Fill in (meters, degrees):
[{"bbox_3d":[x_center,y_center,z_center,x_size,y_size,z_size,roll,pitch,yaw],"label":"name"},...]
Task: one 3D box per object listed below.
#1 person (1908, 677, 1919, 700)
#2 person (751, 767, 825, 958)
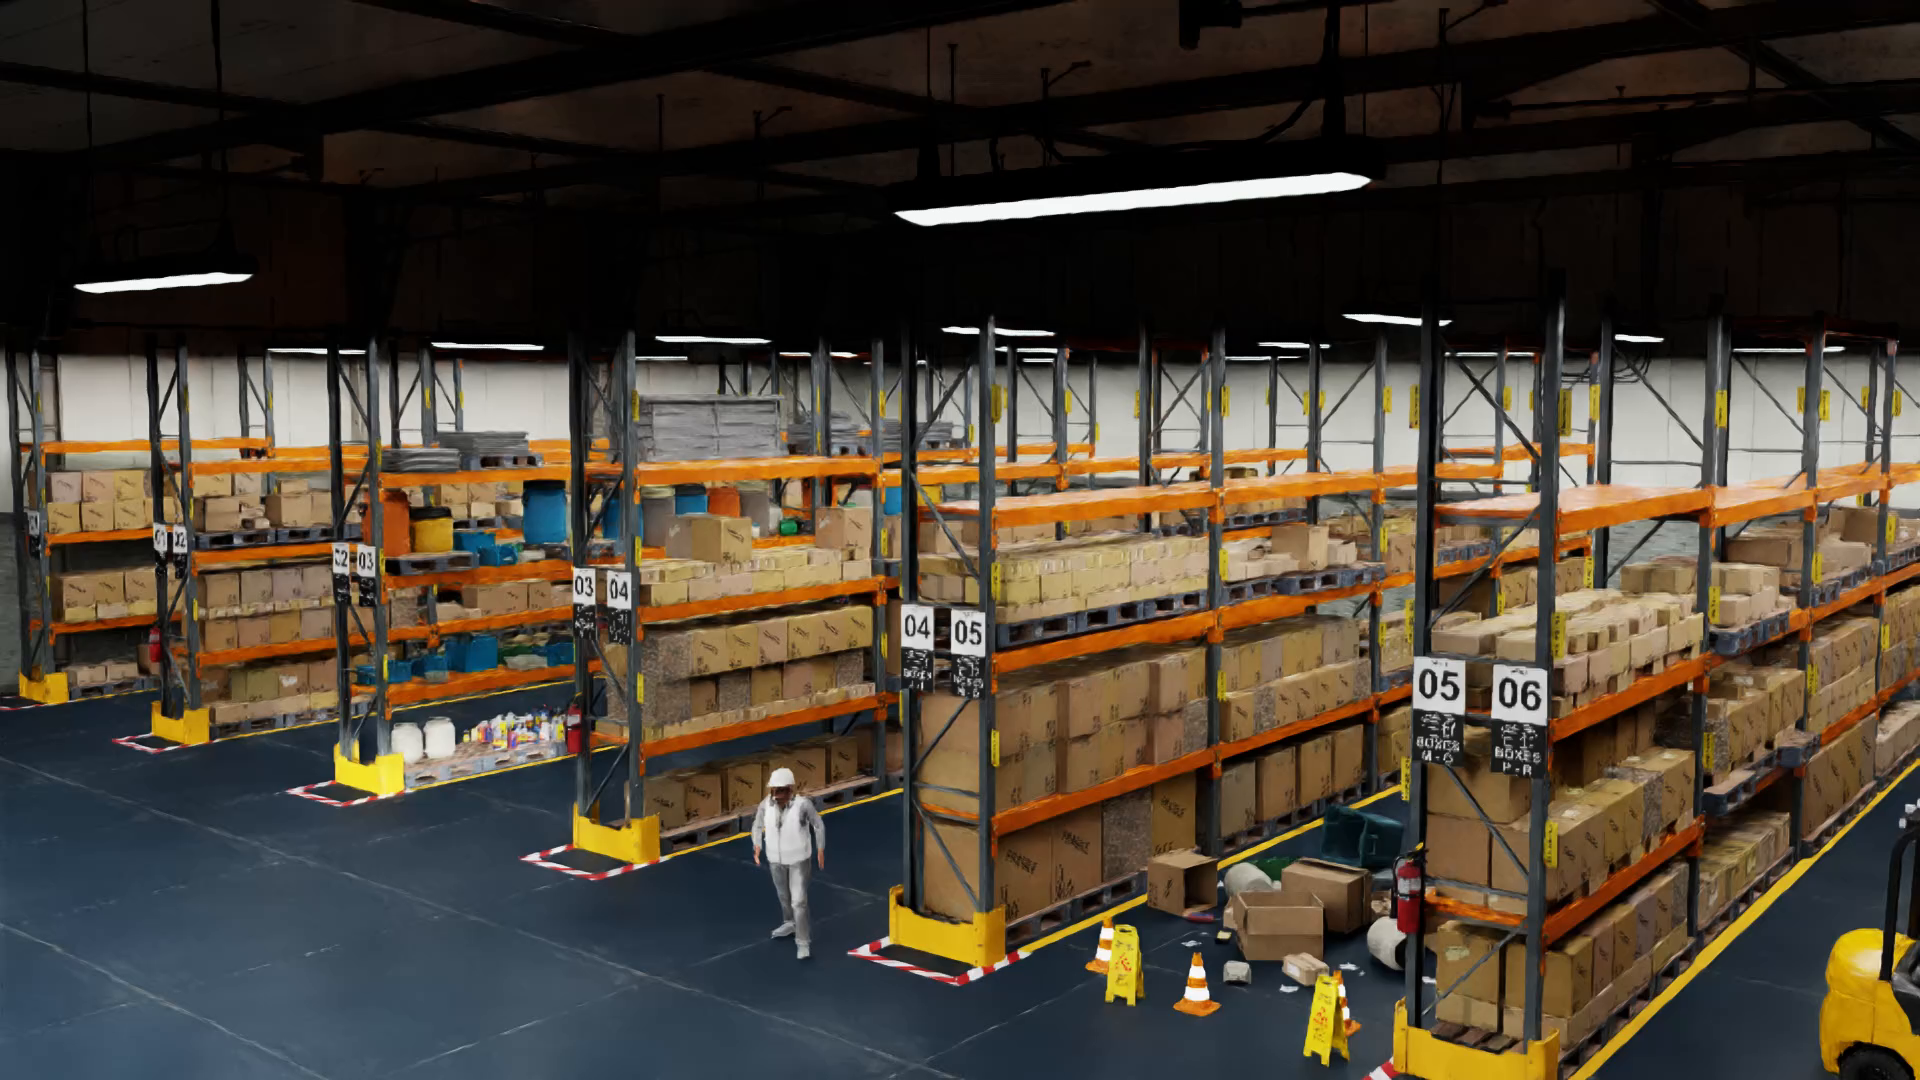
[{"bbox_3d":[15.326,1.933,26.622,0.453,1.659,0.621,0,5,6],"label":"person"},{"bbox_3d":[-1.565,2.921,15.395,0.688,1.710,0.825,2,6,21],"label":"person"}]
